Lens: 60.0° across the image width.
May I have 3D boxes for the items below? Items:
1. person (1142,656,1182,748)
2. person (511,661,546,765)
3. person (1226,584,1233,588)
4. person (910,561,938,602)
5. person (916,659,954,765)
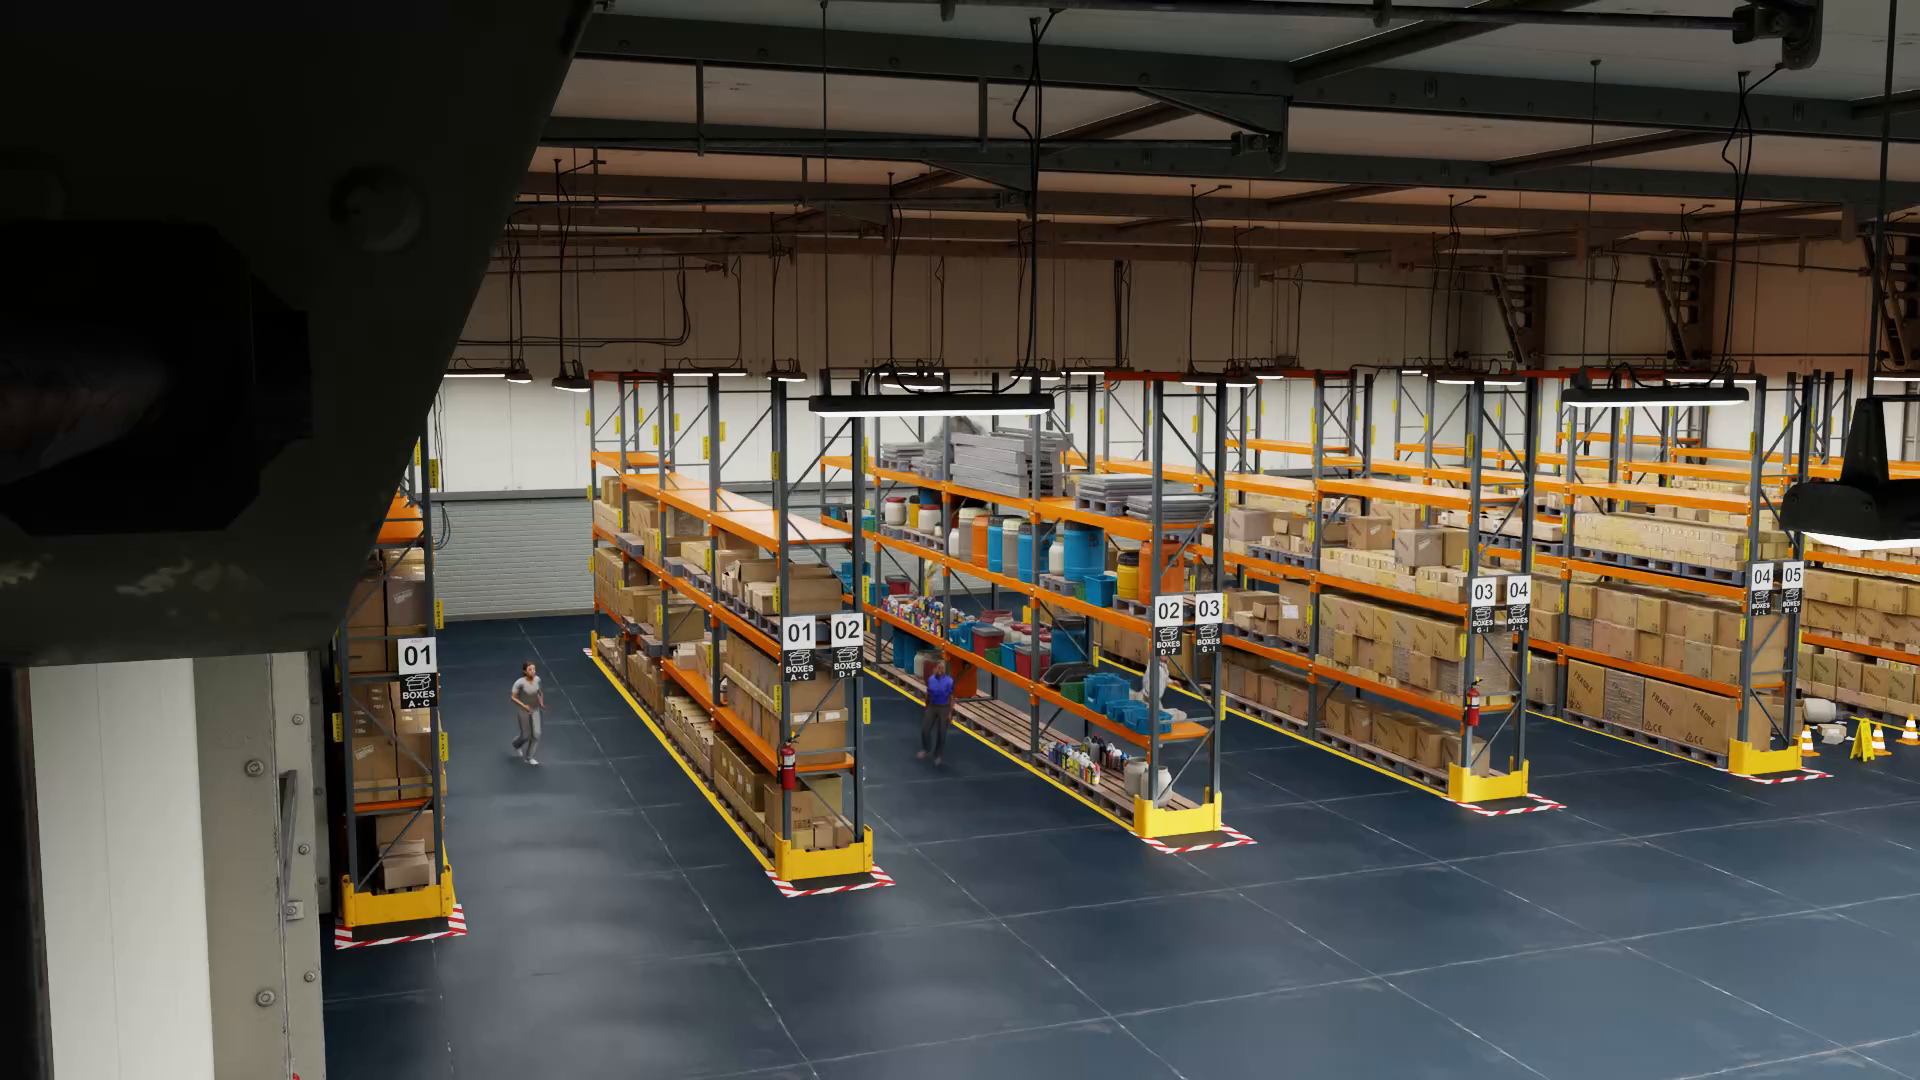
[{"bbox_3d":[3.178,2.506,26.906,0.804,1.715,0.702,2,7,17],"label":"person"},{"bbox_3d":[-6.736,2.663,25.810,0.560,1.618,0.735,-5,8,-38],"label":"person"},{"bbox_3d":[5.522,1.693,34.469,0.587,1.574,0.729,0,6,0],"label":"person"},{"bbox_3d":[-0.830,1.022,41.113,0.858,1.493,0.597,3,7,23],"label":"person"},{"bbox_3d":[-0.382,2.657,25.711,0.614,1.674,0.449,1,6,9],"label":"person"}]
